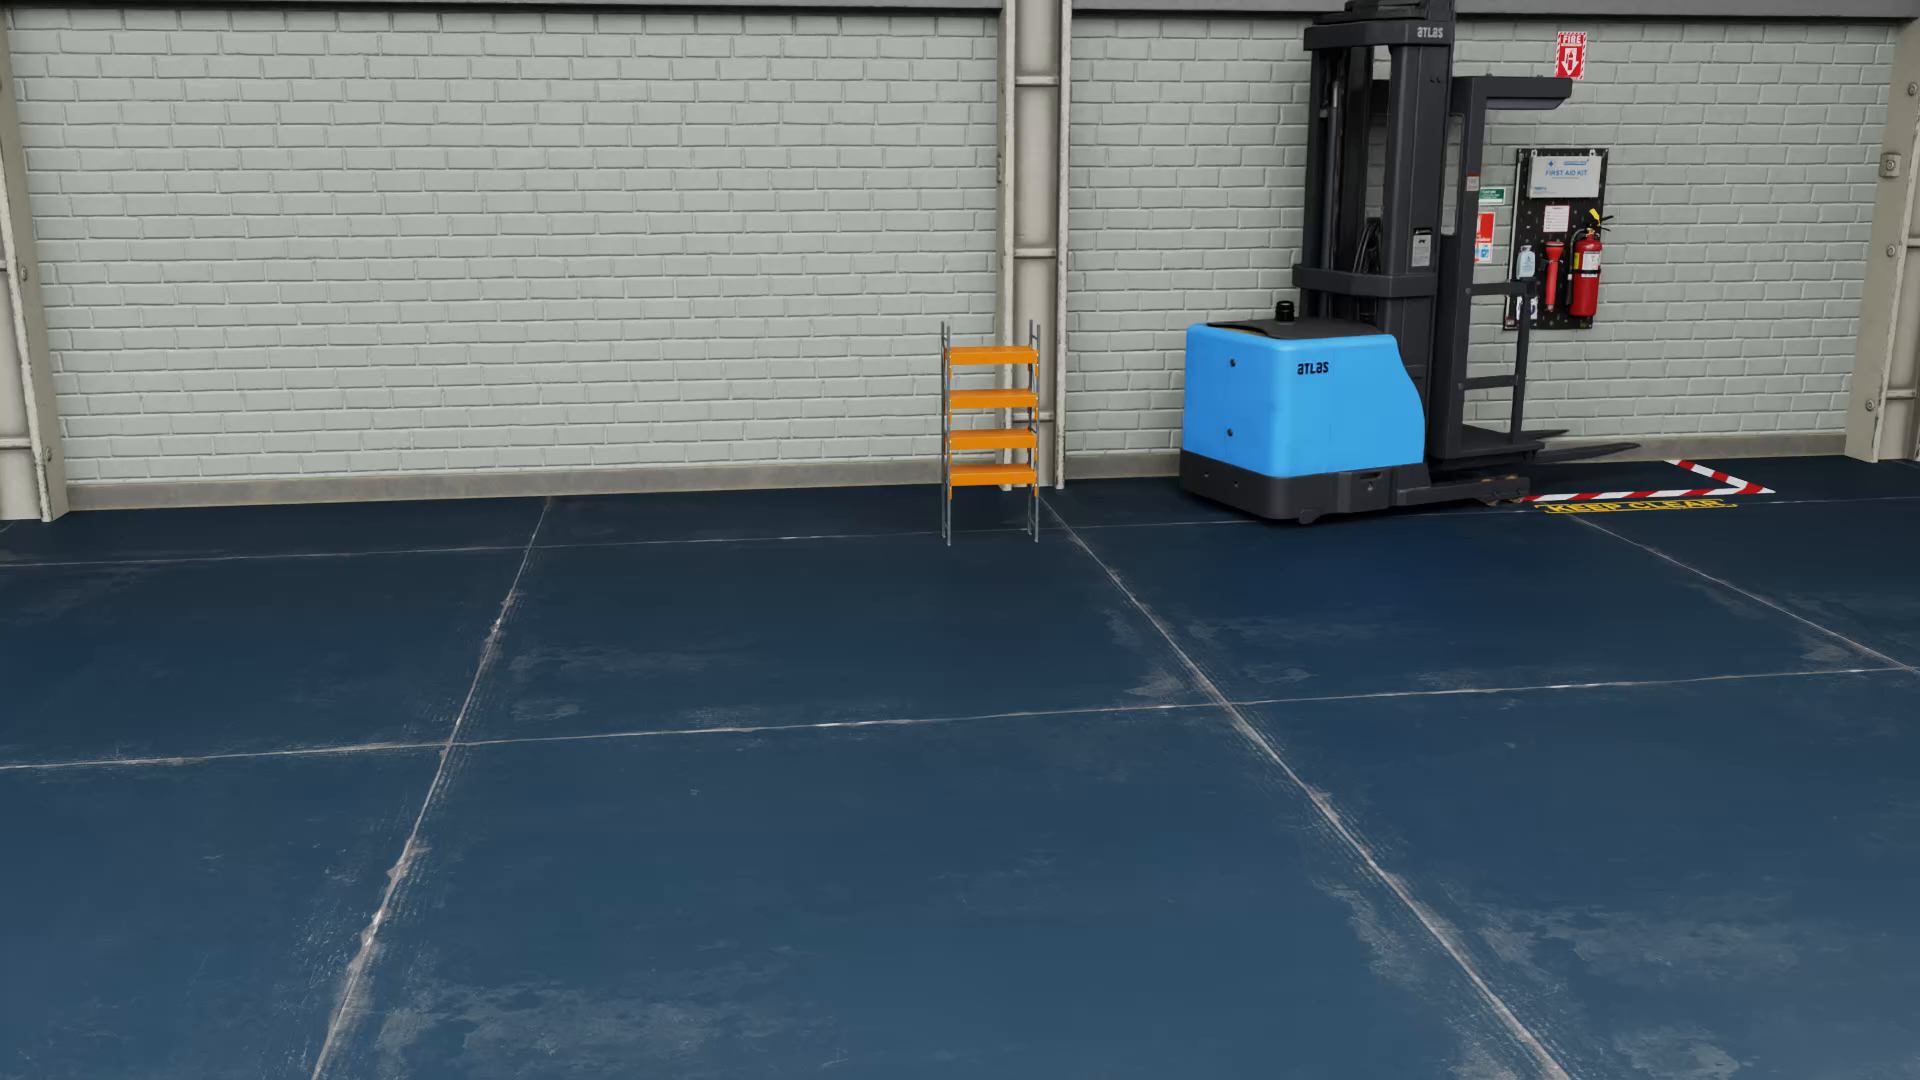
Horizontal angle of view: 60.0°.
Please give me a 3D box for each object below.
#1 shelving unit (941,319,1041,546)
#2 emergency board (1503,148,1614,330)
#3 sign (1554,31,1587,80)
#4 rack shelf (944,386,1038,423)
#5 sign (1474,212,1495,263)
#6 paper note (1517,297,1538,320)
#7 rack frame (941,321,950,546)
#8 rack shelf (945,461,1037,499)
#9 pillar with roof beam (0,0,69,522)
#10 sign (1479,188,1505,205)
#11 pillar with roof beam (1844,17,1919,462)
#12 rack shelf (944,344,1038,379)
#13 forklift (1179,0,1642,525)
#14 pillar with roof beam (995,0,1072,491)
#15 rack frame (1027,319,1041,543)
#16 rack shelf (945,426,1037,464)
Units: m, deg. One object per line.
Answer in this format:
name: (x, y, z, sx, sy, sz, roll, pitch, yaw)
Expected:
shelving unit: (0.164, -0.588, 9.100, 0.503, 1.200, 0.258, -2, 14, -8)
emergency board: (3.927, -1.947, 10.818, 0.643, 1.169, 0.194, -2, 14, -8)
sign: (3.904, -3.095, 10.631, 0.199, 0.298, 0.001, -2, 14, -8)
rack shelf: (0.164, -0.740, 9.062, 0.480, 0.148, 0.258, -2, 14, -8)
sign: (3.365, -1.969, 10.833, 0.234, 0.329, 0.001, -2, 14, -8)
paper note: (3.741, -1.530, 10.966, 0.142, 0.148, 0.016, -2, 14, -8)
rack frame: (-0.078, -0.579, 9.065, 0.015, 1.200, 0.240, -2, 14, -8)
rack shelf: (0.164, -0.330, 9.164, 0.480, 0.148, 0.258, -2, 14, -8)
pillar with roof beam: (-4.849, -3.467, 4.546, 0.400, 9.000, 9.100, -2, 14, -8)
sign: (3.370, -2.224, 10.761, 0.331, 0.109, 0.001, -2, 14, -8)
pillar with roof beam: (7.017, -3.902, 6.280, 0.400, 9.000, 9.100, -2, 14, -8)
rack shelf: (0.164, -0.969, 9.004, 0.480, 0.148, 0.258, -2, 14, -8)
forklift: (2.902, -1.733, 10.108, 3.031, 2.935, 1.130, -7, 16, -25)
pillar with roof beam: (1.084, -3.684, 5.413, 0.400, 9.000, 9.100, -2, 14, -8)
rack frame: (0.405, -0.597, 9.135, 0.015, 1.200, 0.240, -2, 14, -8)
rack shelf: (0.164, -0.523, 9.116, 0.480, 0.148, 0.258, -2, 14, -8)
